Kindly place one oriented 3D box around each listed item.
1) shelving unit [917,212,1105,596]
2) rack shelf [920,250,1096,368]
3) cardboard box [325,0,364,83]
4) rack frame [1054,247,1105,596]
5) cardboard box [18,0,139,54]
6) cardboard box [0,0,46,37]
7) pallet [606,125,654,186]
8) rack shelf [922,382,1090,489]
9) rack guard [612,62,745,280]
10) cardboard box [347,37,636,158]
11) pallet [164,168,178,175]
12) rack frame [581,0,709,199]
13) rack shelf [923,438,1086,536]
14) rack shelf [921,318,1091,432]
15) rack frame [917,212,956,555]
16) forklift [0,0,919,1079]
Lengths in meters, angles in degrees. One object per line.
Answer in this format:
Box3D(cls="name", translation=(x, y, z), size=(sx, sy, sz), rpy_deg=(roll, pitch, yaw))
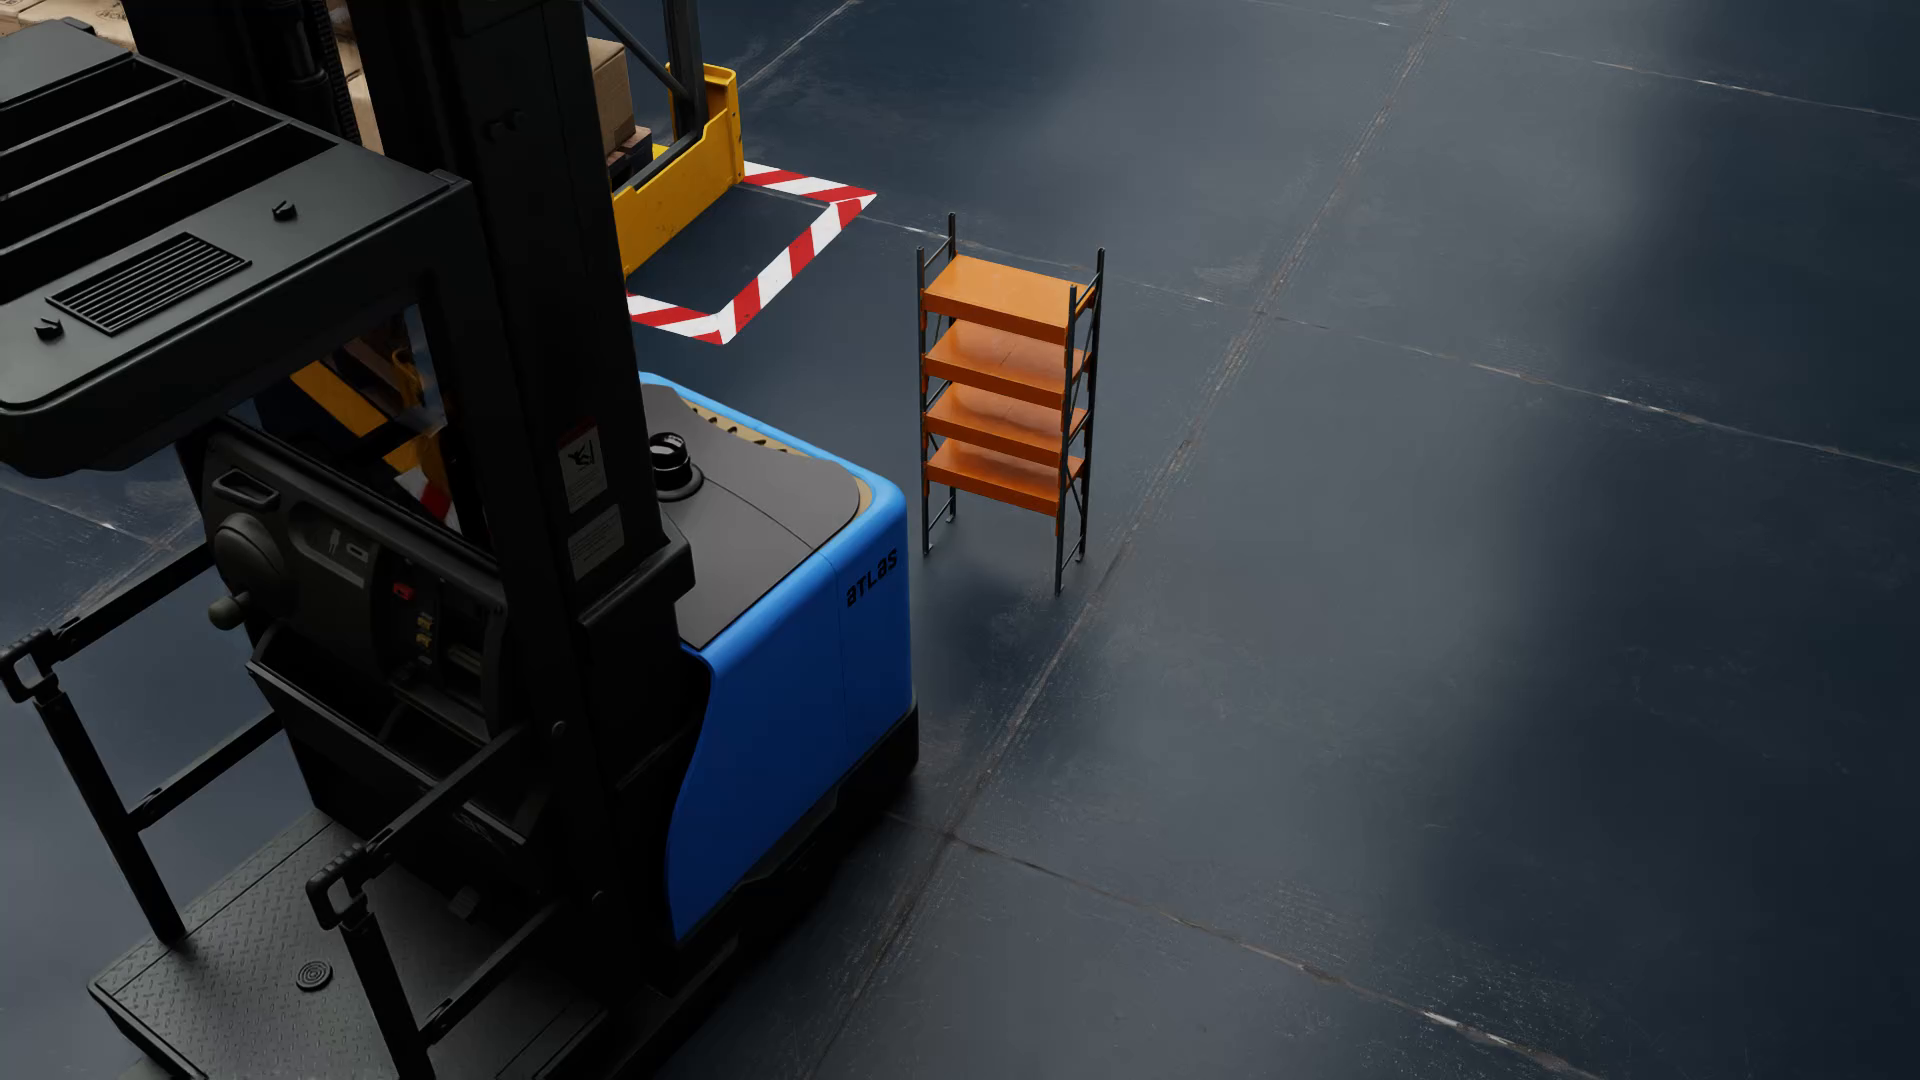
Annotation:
Box3D(cls="shelving unit", translation=(0.150, -0.408, 5.304), size=(0.503, 1.200, 0.258), rpy_deg=(17, 44, 19))
Box3D(cls="rack shelf", translation=(0.150, -0.705, 5.047), size=(0.480, 0.148, 0.258), rpy_deg=(17, 44, 19))
Box3D(cls="cardboard box", translation=(-2.870, -2.106, 7.525), size=(0.875, 0.438, 0.875), rpy_deg=(18, 44, 20))
Box3D(cls="rack frame", translation=(0.371, -0.340, 5.226), size=(0.015, 1.200, 0.240), rpy_deg=(17, 44, 19))
Box3D(cls="cardboard box", translation=(-3.686, -2.357, 7.814), size=(0.875, 0.438, 0.875), rpy_deg=(16, 43, 17))
Box3D(cls="cardboard box", translation=(-4.498, -2.604, 8.100), size=(0.875, 0.438, 0.875), rpy_deg=(16, 44, 18))
Box3D(cls="pallet", translation=(-2.154, -1.665, 7.510), size=(1.213, 0.211, 1.003), rpy_deg=(17, 44, 19))
Box3D(cls="rack shelf", translation=(0.150, -0.357, 5.348), size=(0.480, 0.148, 0.258), rpy_deg=(17, 44, 19))
Box3D(cls="rack guard", translation=(-1.375, -1.592, 7.206), size=(0.348, 0.500, 1.175), rpy_deg=(17, 44, 19))
Box3D(cls="cardboard box", translation=(-2.037, -1.858, 7.238), size=(0.875, 0.438, 0.875), rpy_deg=(16, 43, 17))
Box3D(cls="pallet", translation=(-3.256, -2.004, 7.900), size=(1.213, 0.211, 1.003), rpy_deg=(17, 44, 19))
Box3D(cls="rack frame", translation=(-1.396, -2.544, 6.394), size=(0.127, 3.000, 1.000), rpy_deg=(17, 44, 19))
Box3D(cls="rack shelf", translation=(0.150, -0.207, 5.478), size=(0.480, 0.148, 0.258), rpy_deg=(17, 44, 19))
Box3D(cls="rack shelf", translation=(0.150, -0.526, 5.202), size=(0.480, 0.148, 0.258), rpy_deg=(17, 44, 19))
Box3D(cls="rack frame", translation=(-0.071, -0.475, 5.382), size=(0.015, 1.200, 0.240), rpy_deg=(17, 44, 19))
Box3D(cls="forklift", translation=(-1.381, 0.176, 3.309), size=(1.130, 2.935, 3.031), rpy_deg=(25, 47, 26))
